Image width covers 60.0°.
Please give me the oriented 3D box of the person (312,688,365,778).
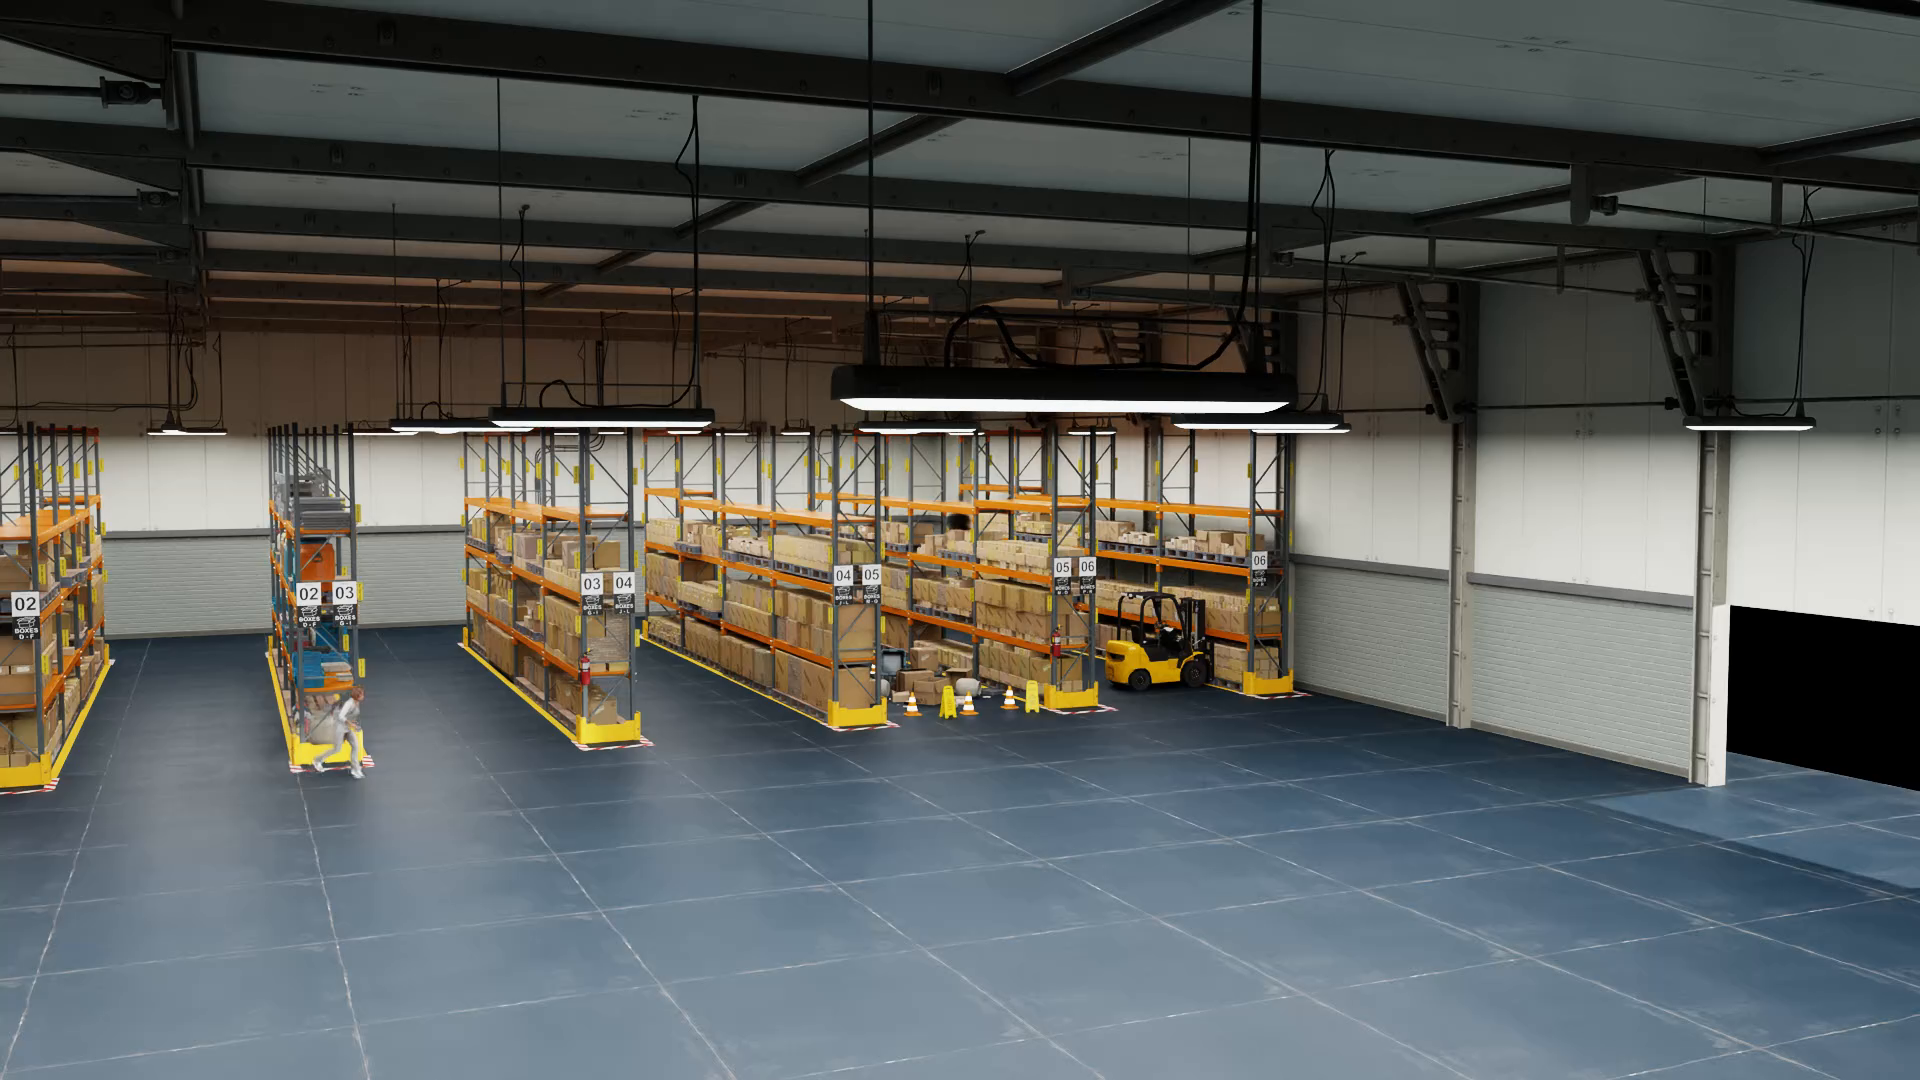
[{"bbox_3d":[-10.495,3.260,28.097,0.905,1.549,0.569,0,3,1],"label":"person"}]
